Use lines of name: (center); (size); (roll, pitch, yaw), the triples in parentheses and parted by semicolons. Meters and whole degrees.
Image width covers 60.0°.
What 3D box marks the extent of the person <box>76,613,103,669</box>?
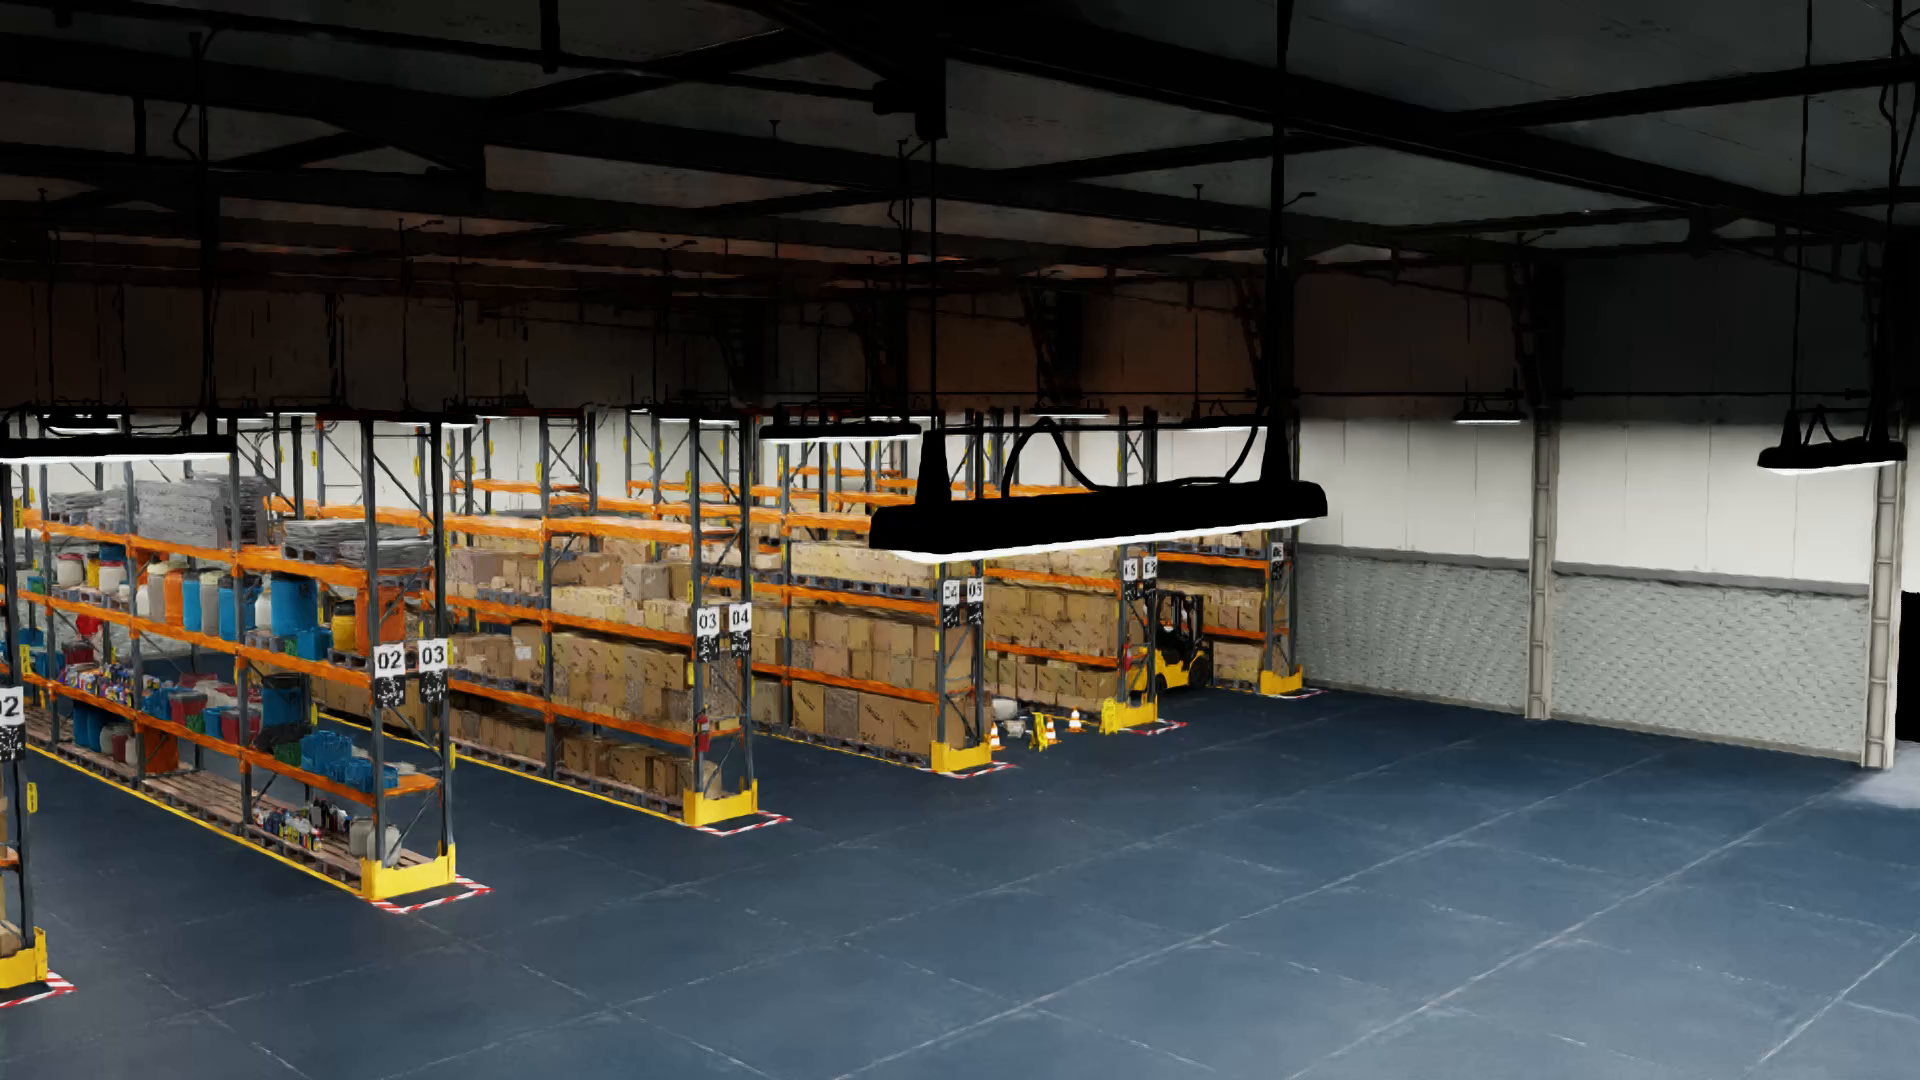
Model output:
person: (-19.239, 2.208, 36.806); (0.652, 1.716, 0.490); (1, 5, 14)
